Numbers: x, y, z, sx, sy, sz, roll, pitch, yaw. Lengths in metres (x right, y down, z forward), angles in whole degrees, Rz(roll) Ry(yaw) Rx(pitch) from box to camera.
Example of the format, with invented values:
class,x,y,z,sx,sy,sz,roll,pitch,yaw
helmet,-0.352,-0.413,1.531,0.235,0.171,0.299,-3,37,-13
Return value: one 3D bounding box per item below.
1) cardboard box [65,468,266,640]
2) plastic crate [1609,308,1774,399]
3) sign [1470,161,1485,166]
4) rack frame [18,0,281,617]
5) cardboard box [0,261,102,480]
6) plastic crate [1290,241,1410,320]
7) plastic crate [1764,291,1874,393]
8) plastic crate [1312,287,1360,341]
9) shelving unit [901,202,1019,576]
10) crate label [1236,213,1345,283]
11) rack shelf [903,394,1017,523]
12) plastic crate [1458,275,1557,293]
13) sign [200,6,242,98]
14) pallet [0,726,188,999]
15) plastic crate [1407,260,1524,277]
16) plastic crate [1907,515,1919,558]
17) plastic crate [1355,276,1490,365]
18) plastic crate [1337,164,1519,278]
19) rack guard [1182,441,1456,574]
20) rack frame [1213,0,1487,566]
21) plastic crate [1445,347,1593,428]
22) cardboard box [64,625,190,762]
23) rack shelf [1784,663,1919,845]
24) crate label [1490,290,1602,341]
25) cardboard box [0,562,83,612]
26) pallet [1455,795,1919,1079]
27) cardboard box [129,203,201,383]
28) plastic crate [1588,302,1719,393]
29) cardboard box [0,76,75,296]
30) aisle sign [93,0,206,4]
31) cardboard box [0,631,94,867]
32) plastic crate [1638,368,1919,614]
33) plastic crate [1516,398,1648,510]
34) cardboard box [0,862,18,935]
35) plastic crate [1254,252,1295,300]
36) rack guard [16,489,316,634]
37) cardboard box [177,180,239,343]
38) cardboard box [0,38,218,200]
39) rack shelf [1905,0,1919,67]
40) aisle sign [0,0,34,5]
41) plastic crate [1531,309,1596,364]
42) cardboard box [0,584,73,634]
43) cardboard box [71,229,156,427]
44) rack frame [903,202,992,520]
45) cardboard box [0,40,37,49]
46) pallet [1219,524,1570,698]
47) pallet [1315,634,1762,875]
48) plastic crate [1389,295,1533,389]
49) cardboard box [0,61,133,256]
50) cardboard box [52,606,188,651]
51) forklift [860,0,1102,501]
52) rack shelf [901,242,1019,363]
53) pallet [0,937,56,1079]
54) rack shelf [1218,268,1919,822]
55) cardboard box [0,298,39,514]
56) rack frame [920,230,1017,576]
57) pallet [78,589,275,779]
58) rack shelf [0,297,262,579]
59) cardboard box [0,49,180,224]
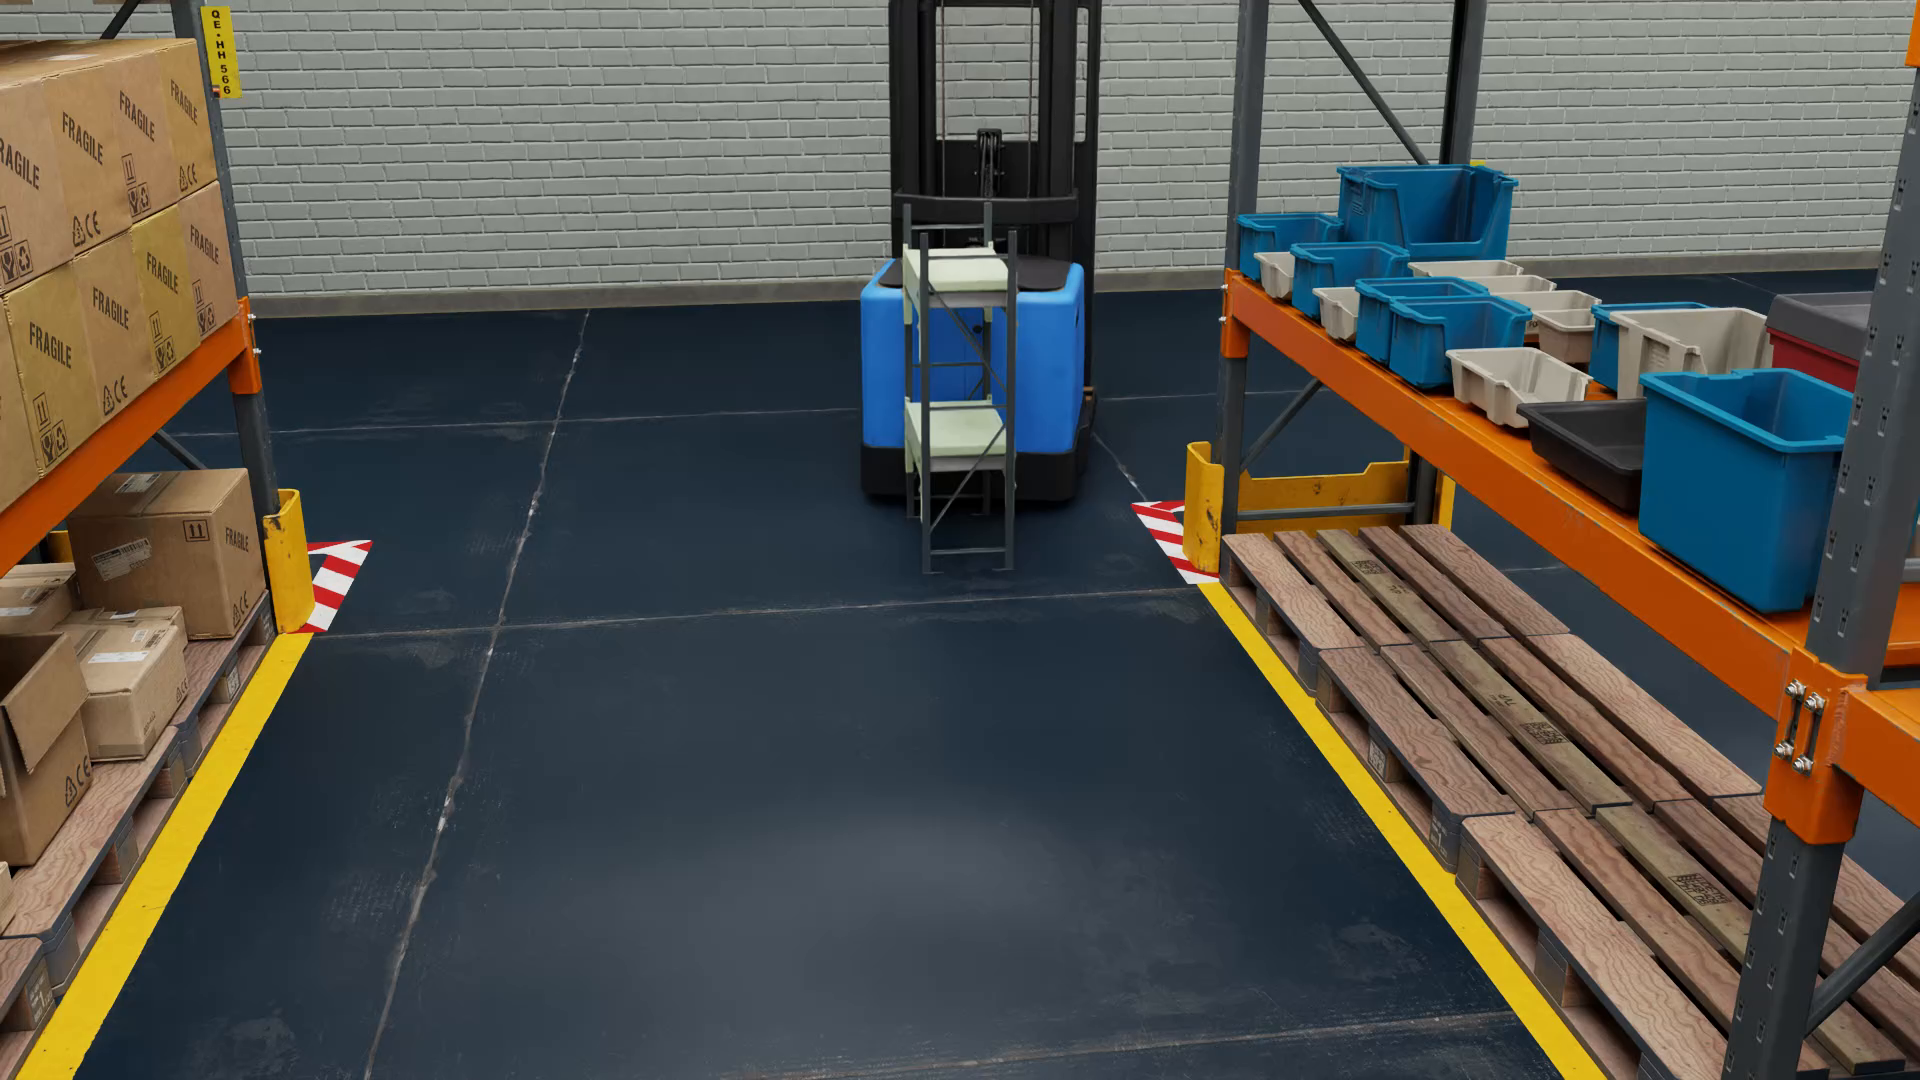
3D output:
class,x,y,z,sx,sy,sz,roll,pitch,yaw
cardboard box,-2.956,0.053,6.230,0.500,0.500,0.500,-3,21,-8
plastic crate,2.163,-0.462,4.749,0.437,0.282,0.530,-3,21,-8
sign,2.166,-1.446,7.067,0.100,0.325,0.005,-3,21,-8
rack frame,-3.278,-1.087,6.340,1.000,3.000,0.127,-3,21,-8
cardboard box,-2.727,-0.466,4.534,0.500,0.500,0.500,-3,21,-9
plastic crate,1.429,-0.956,6.141,0.416,0.233,0.300,-3,21,-8
plastic crate,2.320,-0.331,4.138,0.402,0.464,0.583,-3,21,-8
plastic crate,1.396,-0.788,5.831,0.250,0.136,0.298,-3,21,-8
shelving unit,-0.011,-0.685,7.407,0.431,1.500,0.755,-3,21,-7
crate label,1.334,-1.184,6.751,0.416,0.233,0.303,-3,21,-8
rack shelf,-0.011,-0.380,7.521,0.431,0.370,0.720,-3,21,-7
plastic crate,1.948,-0.866,6.039,0.396,0.136,0.243,-3,21,-8
sign,-2.726,-1.799,6.139,0.100,0.325,0.005,-3,21,-8
pallet,-2.978,0.943,4.891,1.003,0.211,1.213,-3,21,-8
plastic crate,1.921,-0.967,6.310,0.396,0.136,0.243,-3,21,-8
plastic crate,2.275,-0.024,3.784,0.396,0.136,0.243,-3,21,-8
plastic crate,1.524,-0.728,5.531,0.416,0.233,0.300,-3,21,-8
plastic crate,1.857,-1.274,6.704,0.616,0.435,0.499,-3,21,-8
rack guard,1.608,-0.173,7.464,1.175,0.500,0.348,-3,21,-8
rack frame,1.624,-1.336,7.006,1.000,3.000,0.127,-3,21,-8
plastic crate,1.652,-0.443,4.907,0.293,0.136,0.466,-3,21,-8
cardboard box,-2.849,0.501,5.389,0.500,0.250,0.500,-3,21,-8
rack shelf,2.489,1.078,1.570,1.077,0.370,4.000,-3,21,-8
crate label,2.013,-0.771,5.785,0.396,0.136,0.243,-3,21,-8
cardboard box,-3.558,0.204,6.328,0.380,0.149,0.250,-3,21,-8
pallet,2.056,1.103,4.462,1.003,0.211,1.213,-3,21,-8
cardboard box,-2.866,-0.813,5.464,0.500,0.500,0.500,-3,21,-7
plastic crate,2.174,-0.588,5.156,0.416,0.233,0.300,-3,21,-8
cardboard box,-2.715,-0.930,4.348,0.500,0.500,0.500,-2,21,-6
aisle sign,-2.985,-2.344,5.990,0.394,0.787,0.004,-3,21,-8
cardboard box,-2.977,0.611,4.733,0.797,0.503,0.637,-3,21,-8
plastic crate,1.796,-0.116,3.677,0.392,0.384,0.575,-3,21,-8
plastic crate,1.774,-0.224,4.337,0.437,0.125,0.590,-3,21,-8
cardboard box,-2.682,0.963,4.270,0.380,0.166,0.250,-3,21,-8
plastic crate,1.298,-1.023,6.460,0.250,0.136,0.298,-3,21,-8
rack guard,-3.267,0.110,6.707,1.175,0.500,0.348,-3,21,-8
cardboard box,-2.944,-0.993,5.945,0.500,0.500,0.500,-2,21,-6
cardboard box,-2.942,-1.462,5.773,0.500,0.500,0.500,-3,21,-8
rack shelf,1.913,-1.712,4.753,1.077,0.370,4.000,-3,21,-8
aisle sign,-3.578,-2.314,5.909,0.394,0.787,0.004,-3,21,-8
plastic crate,2.074,-0.669,5.513,0.298,0.136,0.250,-3,21,-8
cardboard box,-3.408,0.370,5.739,0.500,0.250,0.500,-3,21,-8
cardboard box,-2.799,-0.640,5.001,0.500,0.500,0.500,-3,21,-7
rack frame,-0.056,-0.812,7.748,0.400,1.500,0.023,-3,21,-7
cardboard box,-3.475,-1.436,5.701,0.500,0.500,0.500,-2,21,-6
pallet,1.705,0.258,6.724,1.003,0.211,1.213,-3,21,-8
pallet,1.877,0.679,5.596,1.003,0.211,1.213,-3,21,-8
plastic crate,1.567,-0.624,5.253,0.416,0.233,0.300,-3,21,-8
cardboard box,-2.789,-1.108,4.824,0.500,0.500,0.500,-2,21,-6
cardboard box,-2.986,0.354,5.901,0.380,0.166,0.250,-3,21,-8
forklift,0.208,-2.036,8.978,1.130,2.935,3.031,2,21,7
rack shelf,-0.011,-1.051,7.271,0.431,0.370,0.720,-3,21,-7
pallet,-2.799,1.366,3.757,1.003,0.211,1.213,-3,21,-8
rack shelf,1.913,-0.306,5.278,1.077,0.370,4.000,-3,21,-8
cardboard box,-2.652,-0.290,4.063,0.500,0.500,0.500,-3,21,-8
rack frame,0.035,-0.558,7.067,0.400,1.500,0.023,-3,21,-7
pallet,-3.151,0.521,6.019,1.003,0.211,1.213,-3,21,-8
rack shelf,-2.990,-0.058,4.612,1.077,0.370,4.000,-3,21,-8
cardboard box,-2.868,-1.288,5.304,0.500,0.500,0.500,-2,21,-6
